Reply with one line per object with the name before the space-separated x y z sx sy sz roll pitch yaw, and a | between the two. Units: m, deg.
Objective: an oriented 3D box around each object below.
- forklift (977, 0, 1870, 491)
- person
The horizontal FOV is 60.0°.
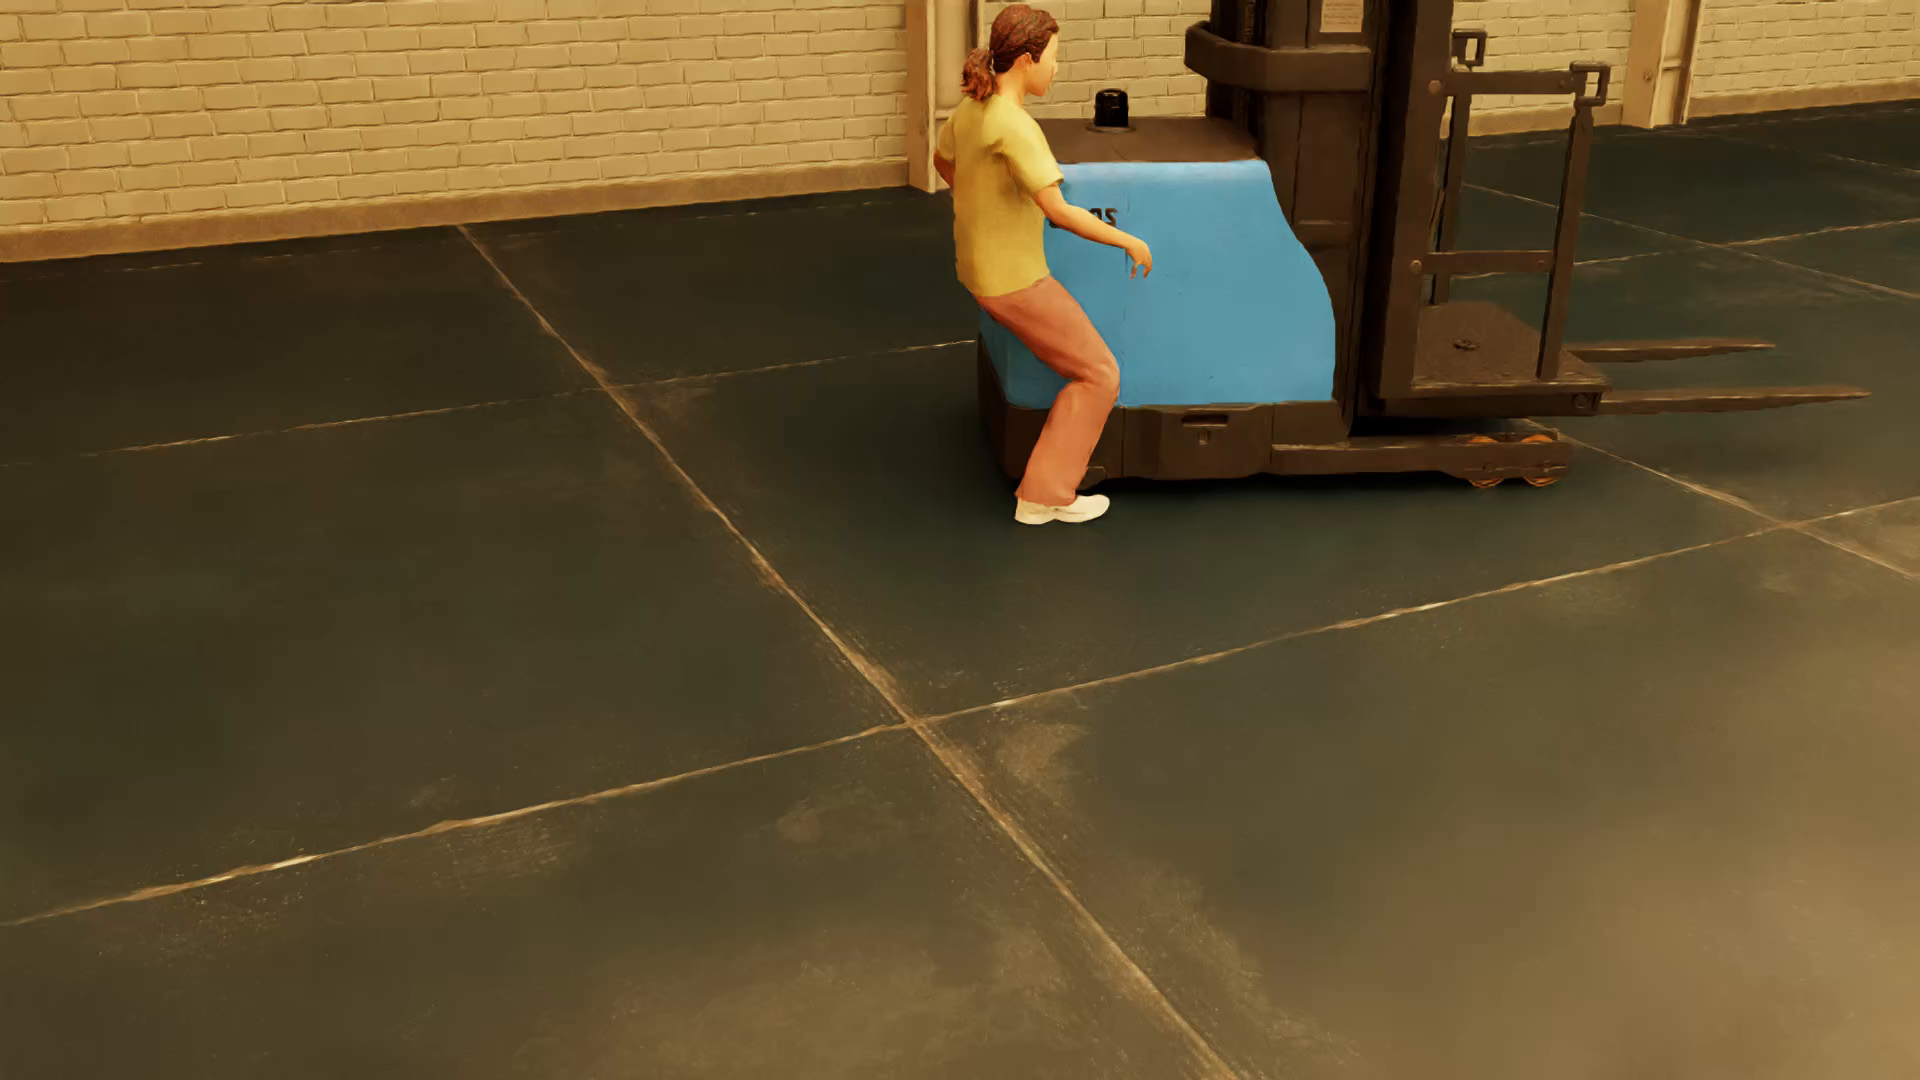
forklift | 1.609 -1.729 5.448 3.031 2.935 1.130 -2 23 -5
person | 0.249 -0.874 5.193 0.593 1.548 0.761 -8 24 -19
